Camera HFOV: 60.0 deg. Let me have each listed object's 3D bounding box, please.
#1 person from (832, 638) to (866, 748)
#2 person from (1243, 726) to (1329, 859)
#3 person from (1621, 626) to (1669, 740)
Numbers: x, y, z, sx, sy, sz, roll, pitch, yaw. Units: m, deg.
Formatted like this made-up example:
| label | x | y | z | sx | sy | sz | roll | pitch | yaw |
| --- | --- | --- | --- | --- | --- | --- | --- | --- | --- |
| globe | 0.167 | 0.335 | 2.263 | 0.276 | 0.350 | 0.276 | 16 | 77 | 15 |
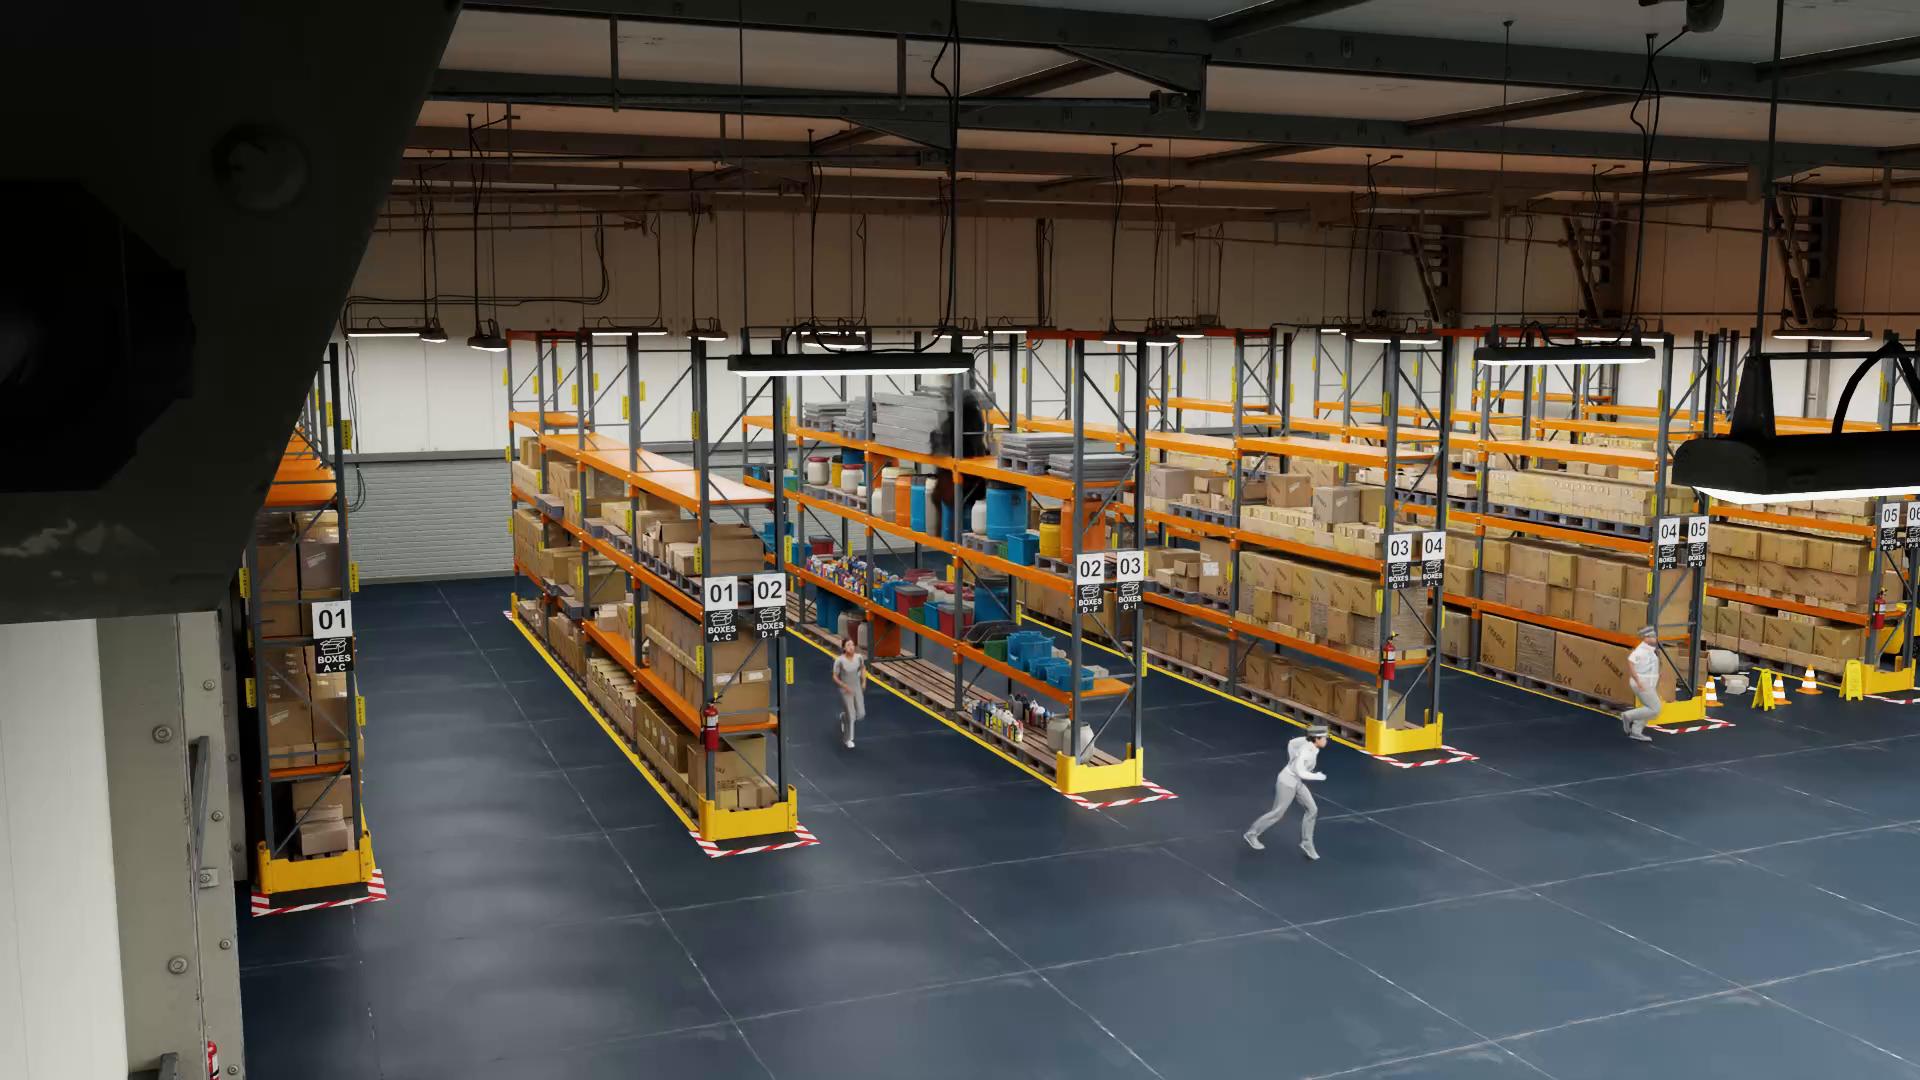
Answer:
| label | x | y | z | sx | sy | sz | roll | pitch | yaw |
| --- | --- | --- | --- | --- | --- | --- | --- | --- | --- |
| person | -1.617 | 2.222 | 24.393 | 0.578 | 1.633 | 0.638 | -4 | 9 | -29 |
| person | 3.823 | 2.939 | 19.497 | 0.957 | 1.621 | 0.657 | 2 | 8 | 16 |
| person | 10.197 | 2.129 | 24.722 | 0.617 | 1.740 | 0.659 | 4 | 9 | 29 |
